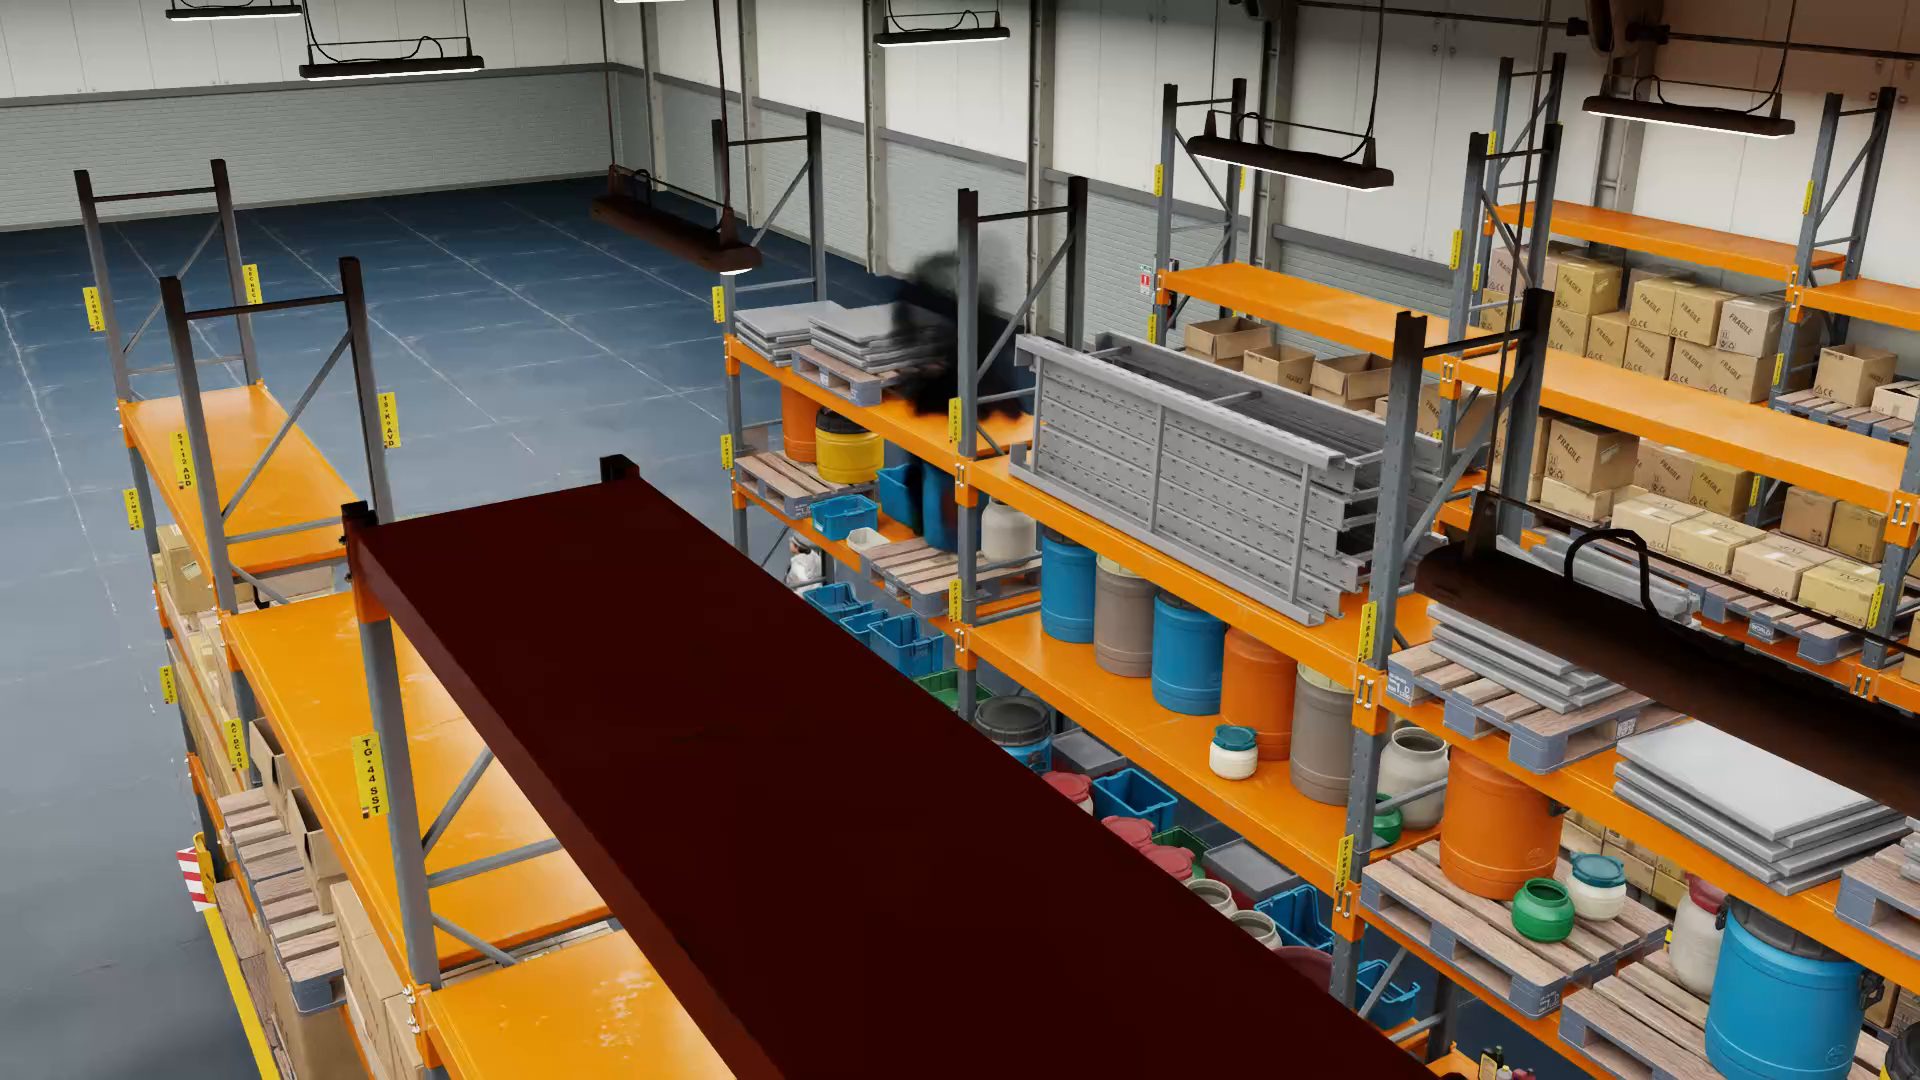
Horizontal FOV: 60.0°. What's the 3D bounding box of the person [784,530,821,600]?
[{"bbox_3d":[-1.613,0.648,17.580,0.469,1.642,0.638,6,23,13],"label":"person"}]
